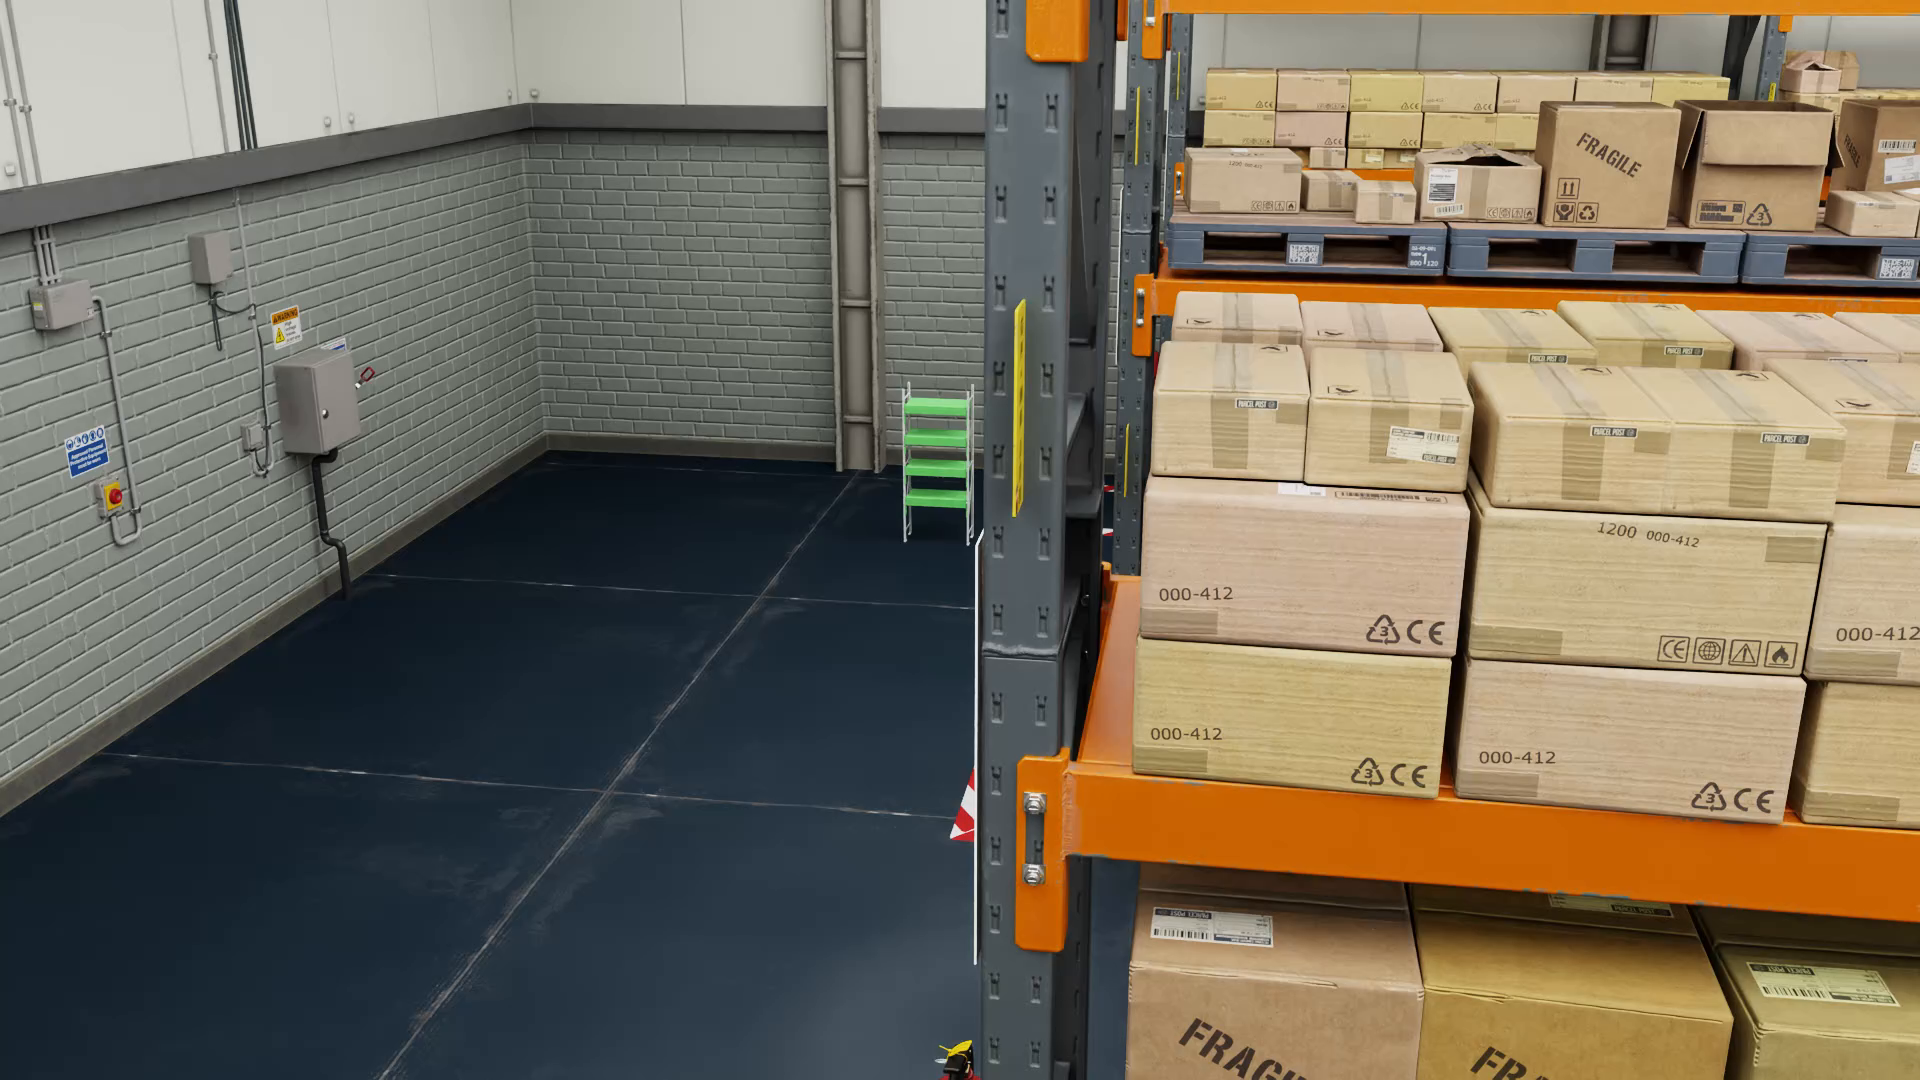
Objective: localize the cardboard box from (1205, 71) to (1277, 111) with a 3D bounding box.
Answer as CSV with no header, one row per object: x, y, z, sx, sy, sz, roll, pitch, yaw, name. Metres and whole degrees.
2.045,-3.276,12.120,0.500,0.250,0.500,3,19,8,cardboard box

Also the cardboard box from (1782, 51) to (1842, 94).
5.838,-3.209,11.395,0.258,0.266,0.396,3,19,8,cardboard box

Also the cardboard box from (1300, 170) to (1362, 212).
1.749,-1.652,7.862,0.250,0.149,0.380,1,19,4,cardboard box

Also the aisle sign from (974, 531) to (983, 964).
0.058,0.321,3.020,0.004,0.787,0.394,3,19,9,aisle sign

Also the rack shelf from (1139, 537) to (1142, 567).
2.838,0.349,8.166,4.000,0.370,1.077,3,19,9,rack shelf

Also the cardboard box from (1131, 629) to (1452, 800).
0.581,0.215,2.943,0.500,0.250,0.500,4,19,11,cardboard box

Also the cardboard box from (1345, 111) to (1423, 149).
3.050,-2.983,12.033,0.500,0.250,0.500,2,19,7,cardboard box

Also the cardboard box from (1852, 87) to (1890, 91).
6.417,-3.143,11.850,0.250,0.149,0.380,3,19,8,cardboard box

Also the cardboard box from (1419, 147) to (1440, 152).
3.423,-2.755,11.977,0.250,0.149,0.380,3,19,9,cardboard box

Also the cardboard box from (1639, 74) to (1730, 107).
5.060,-3.126,11.671,0.500,0.250,0.500,3,19,9,cardboard box

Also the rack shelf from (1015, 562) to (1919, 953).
2.153,0.483,3.040,4.000,0.370,1.077,3,19,9,rack shelf

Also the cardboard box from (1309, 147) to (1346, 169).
2.668,-2.794,12.096,0.250,0.149,0.380,3,19,10,cardboard box

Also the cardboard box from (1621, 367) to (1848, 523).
1.207,-0.159,2.644,0.250,0.149,0.380,3,19,9,cardboard box

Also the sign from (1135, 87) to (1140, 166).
0.769,-1.794,7.207,0.005,0.325,0.100,3,19,9,sign

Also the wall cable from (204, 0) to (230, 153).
-4.676,-3.371,8.696,0.029,3.000,2.355,3,19,9,wall cable

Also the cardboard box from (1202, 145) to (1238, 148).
1.925,-2.862,12.299,0.250,0.149,0.380,3,19,10,cardboard box

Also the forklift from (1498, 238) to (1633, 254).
3.707,-0.748,10.419,3.031,2.935,1.130,2,19,7,forklift

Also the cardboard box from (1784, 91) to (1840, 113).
5.822,-2.985,11.378,0.250,0.149,0.380,3,19,10,cardboard box

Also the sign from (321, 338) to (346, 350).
-4.357,-1.140,11.632,0.001,0.494,0.329,3,19,9,sign

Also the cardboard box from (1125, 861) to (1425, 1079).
0.579,0.906,3.165,0.500,0.500,0.500,3,19,8,cardboard box

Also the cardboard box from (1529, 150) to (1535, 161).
4.188,-2.741,11.938,0.250,0.149,0.380,4,19,11,cardboard box

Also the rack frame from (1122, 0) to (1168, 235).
0.863,-2.938,7.401,0.127,3.000,1.000,3,19,9,rack frame

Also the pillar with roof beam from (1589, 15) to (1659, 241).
4.369,-3.260,8.365,0.400,9.000,9.100,3,19,9,pillar with roof beam

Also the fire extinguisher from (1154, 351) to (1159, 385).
1.428,-1.297,12.661,0.183,0.674,0.296,3,19,9,fire extinguisher

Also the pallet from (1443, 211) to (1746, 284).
2.806,-1.378,7.608,1.213,0.211,1.003,3,19,9,pallet

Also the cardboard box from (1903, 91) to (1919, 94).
6.598,-2.963,11.312,0.250,0.149,0.380,3,19,8,cardboard box

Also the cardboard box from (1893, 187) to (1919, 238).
4.131,-1.428,7.010,0.258,0.266,0.396,4,19,10,cardboard box

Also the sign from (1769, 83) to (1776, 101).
5.518,-2.944,11.332,0.005,0.325,0.100,3,19,9,sign

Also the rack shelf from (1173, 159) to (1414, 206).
3.622,-2.628,12.338,4.000,0.370,1.077,3,19,9,rack shelf

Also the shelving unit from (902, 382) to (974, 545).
-0.163,-0.577,12.638,0.503,1.200,0.258,3,19,9,shelving unit

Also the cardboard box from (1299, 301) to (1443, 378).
0.784,-0.353,3.224,0.250,0.149,0.380,3,19,9,cardboard box

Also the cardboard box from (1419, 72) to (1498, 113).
3.548,-3.201,11.896,0.500,0.250,0.500,3,19,10,cardboard box

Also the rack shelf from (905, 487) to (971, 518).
-0.163,-0.289,12.734,0.480,0.148,0.258,3,19,9,rack shelf

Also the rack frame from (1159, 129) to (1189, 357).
1.647,-1.648,13.001,0.127,3.000,1.000,3,19,9,rack frame

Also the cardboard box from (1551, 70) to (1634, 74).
4.639,-3.311,12.224,0.500,0.250,0.500,2,19,7,cardboard box

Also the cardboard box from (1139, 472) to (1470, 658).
0.580,-0.021,2.860,0.500,0.250,0.500,3,19,10,cardboard box

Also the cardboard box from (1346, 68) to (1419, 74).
3.154,-3.393,12.470,0.500,0.250,0.500,3,19,9,cardboard box

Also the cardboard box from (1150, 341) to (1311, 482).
0.462,-0.227,2.846,0.250,0.149,0.380,3,19,8,cardboard box

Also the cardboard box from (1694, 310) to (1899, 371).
1.553,-0.323,3.133,0.250,0.149,0.380,2,19,7,cardboard box

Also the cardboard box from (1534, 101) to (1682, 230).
2.830,-1.661,7.334,0.500,0.500,0.500,3,19,10,cardboard box

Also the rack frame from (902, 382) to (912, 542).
-0.404,-0.590,12.674,0.015,1.200,0.240,3,19,9,rack frame
